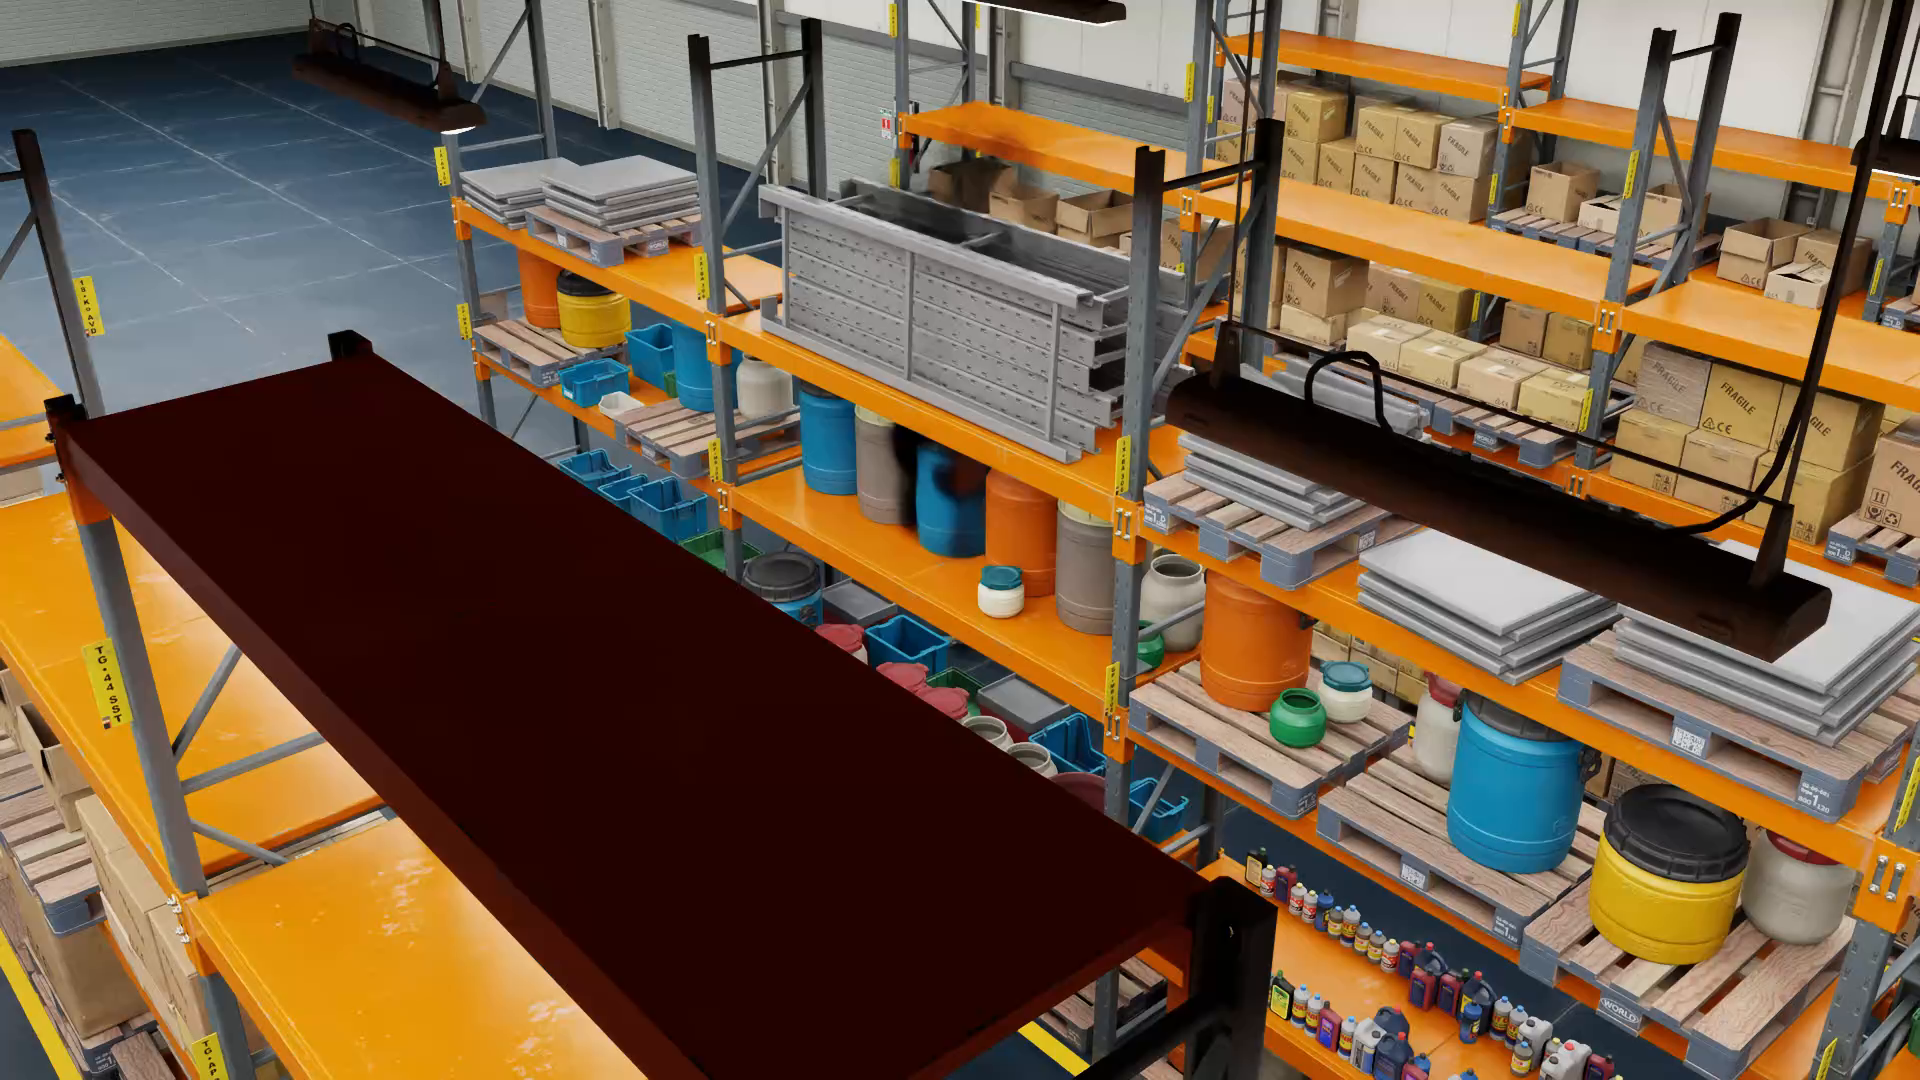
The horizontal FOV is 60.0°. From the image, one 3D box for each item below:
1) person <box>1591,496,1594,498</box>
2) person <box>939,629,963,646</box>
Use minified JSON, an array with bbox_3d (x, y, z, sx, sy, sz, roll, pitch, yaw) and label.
[{"bbox_3d":[5.525,0.220,15.213,0.782,1.740,0.674,24,36,39],"label":"person"},{"bbox_3d":[-0.298,0.204,15.525,0.842,1.497,0.636,12,29,22],"label":"person"}]
